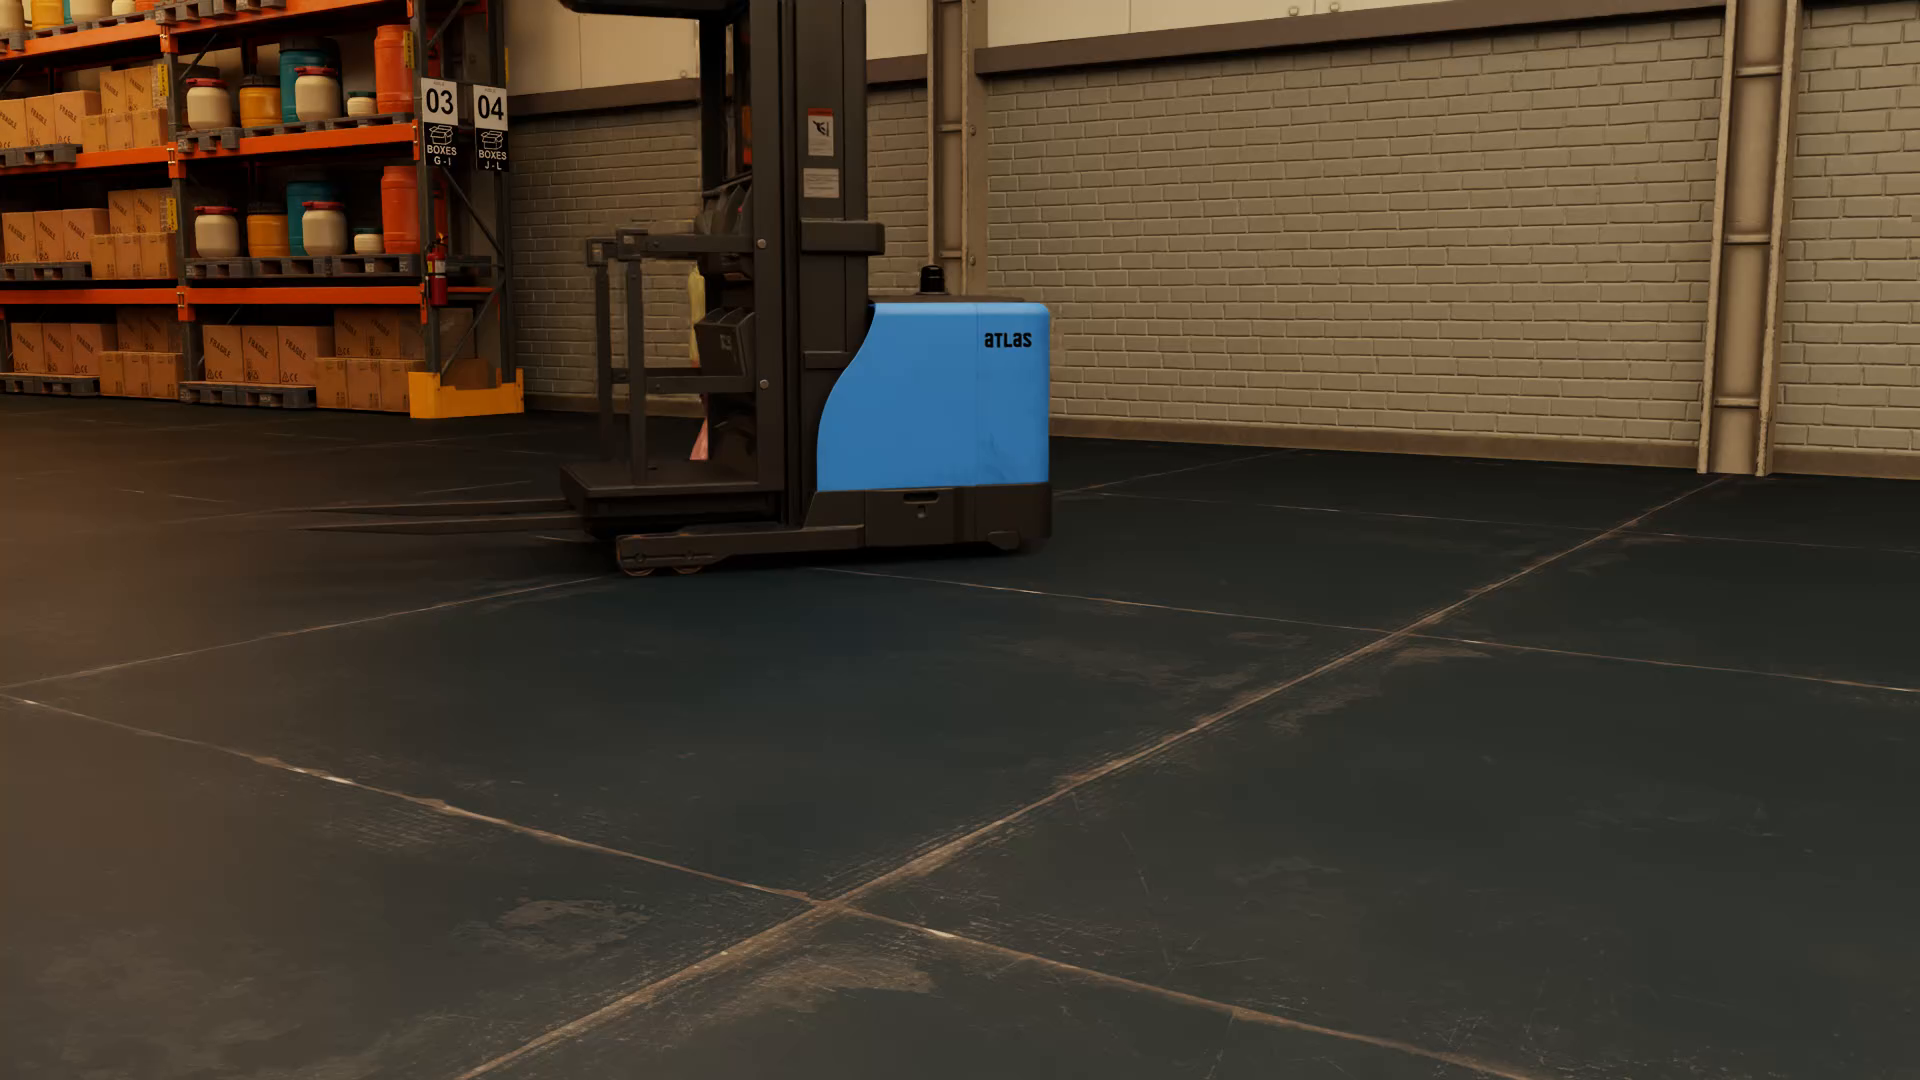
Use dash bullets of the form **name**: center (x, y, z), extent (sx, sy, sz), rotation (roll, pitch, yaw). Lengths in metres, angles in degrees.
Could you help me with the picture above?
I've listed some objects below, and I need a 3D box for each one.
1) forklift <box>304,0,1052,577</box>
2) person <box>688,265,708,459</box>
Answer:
- **forklift**: center (-1.177, -1.389, 6.960), extent (3.031, 2.935, 1.130), rotation (-3, 9, -19)
- **person**: center (-1.218, -1.015, 9.244), extent (0.774, 1.551, 0.749), rotation (5, 10, 34)
